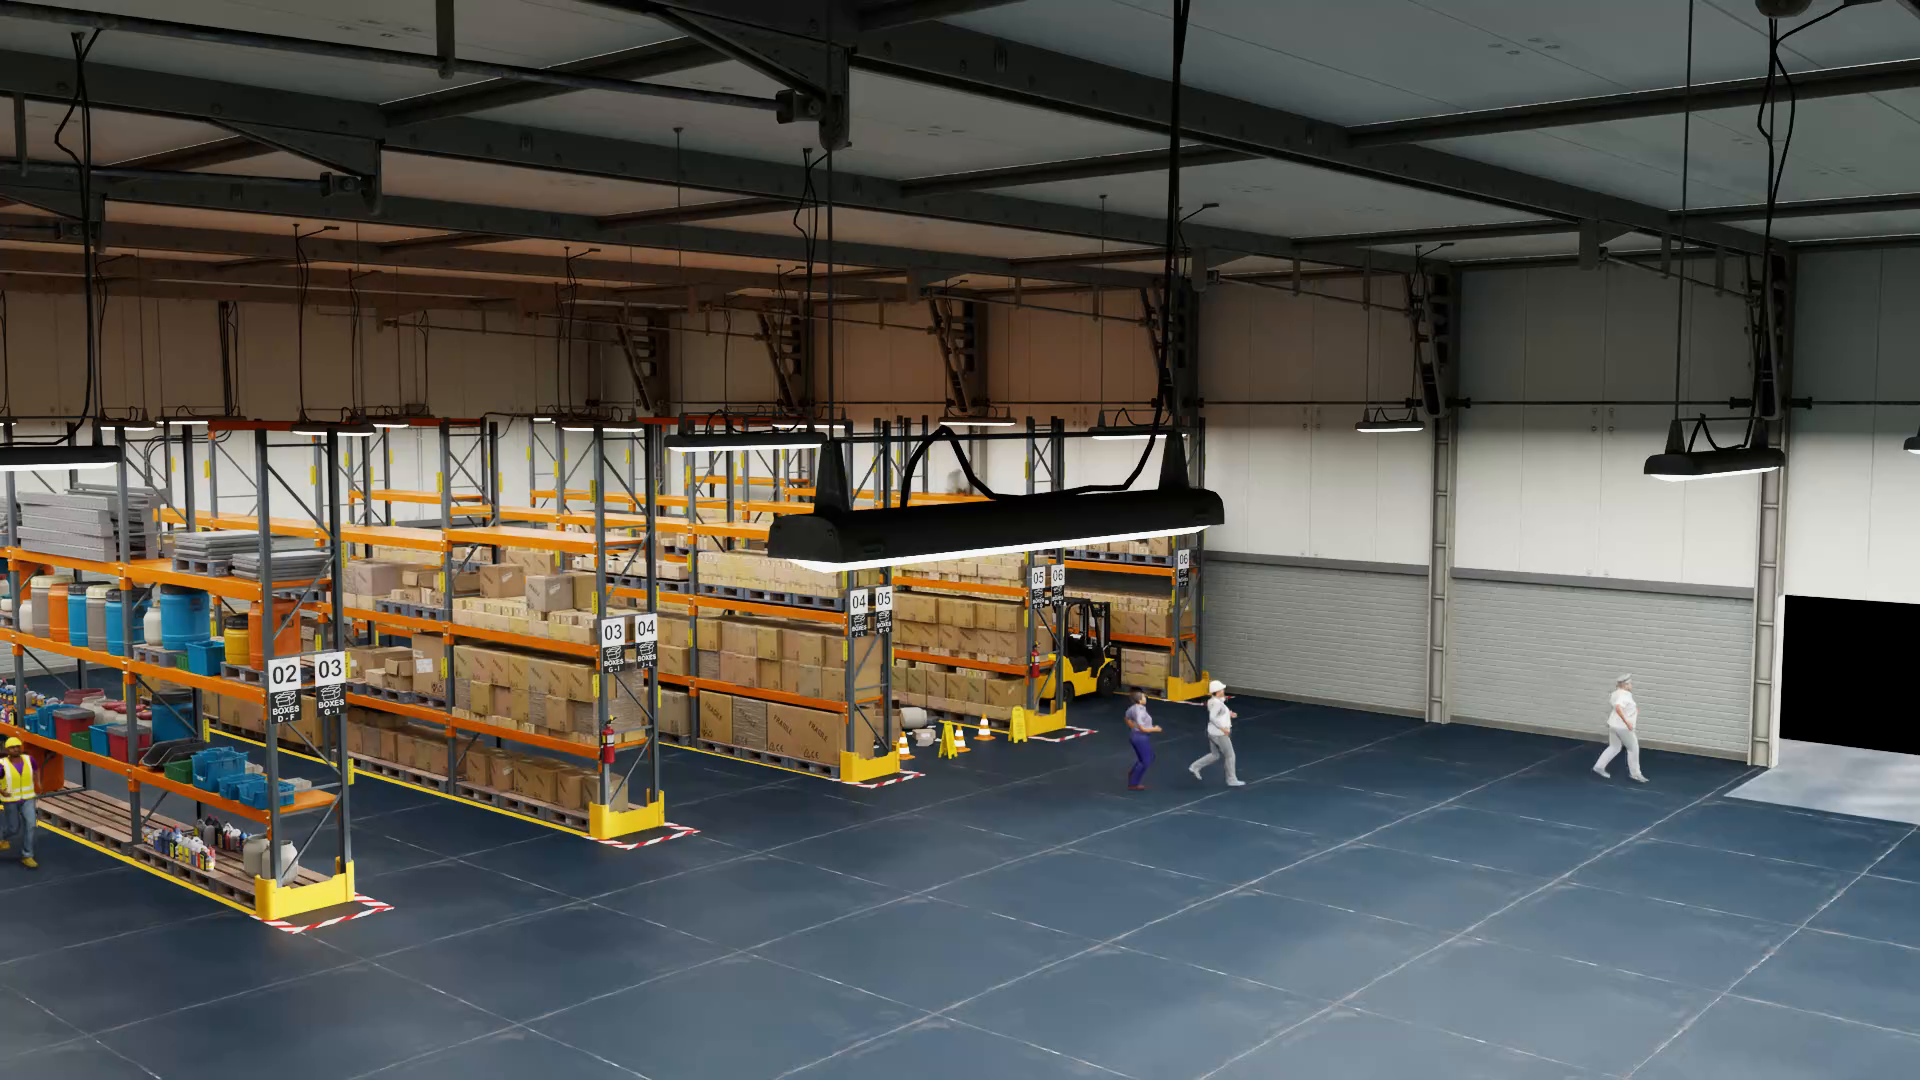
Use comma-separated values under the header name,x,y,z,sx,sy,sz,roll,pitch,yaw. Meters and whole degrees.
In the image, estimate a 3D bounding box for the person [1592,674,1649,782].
name,x,y,z,sx,sy,sz,roll,pitch,yaw
person,11.024,3.126,27.696,0.897,1.798,0.665,0,5,-6

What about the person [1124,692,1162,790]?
name,x,y,z,sx,sy,sz,roll,pitch,yaw
person,3.002,3.265,27.154,0.550,1.604,0.594,0,5,-6

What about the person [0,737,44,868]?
name,x,y,z,sx,sy,sz,roll,pitch,yaw
person,-12.931,3.572,22.833,0.932,1.754,0.712,4,6,43

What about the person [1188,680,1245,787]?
name,x,y,z,sx,sy,sz,roll,pitch,yaw
person,4.232,3.176,27.306,0.930,1.750,0.666,-1,5,-7
